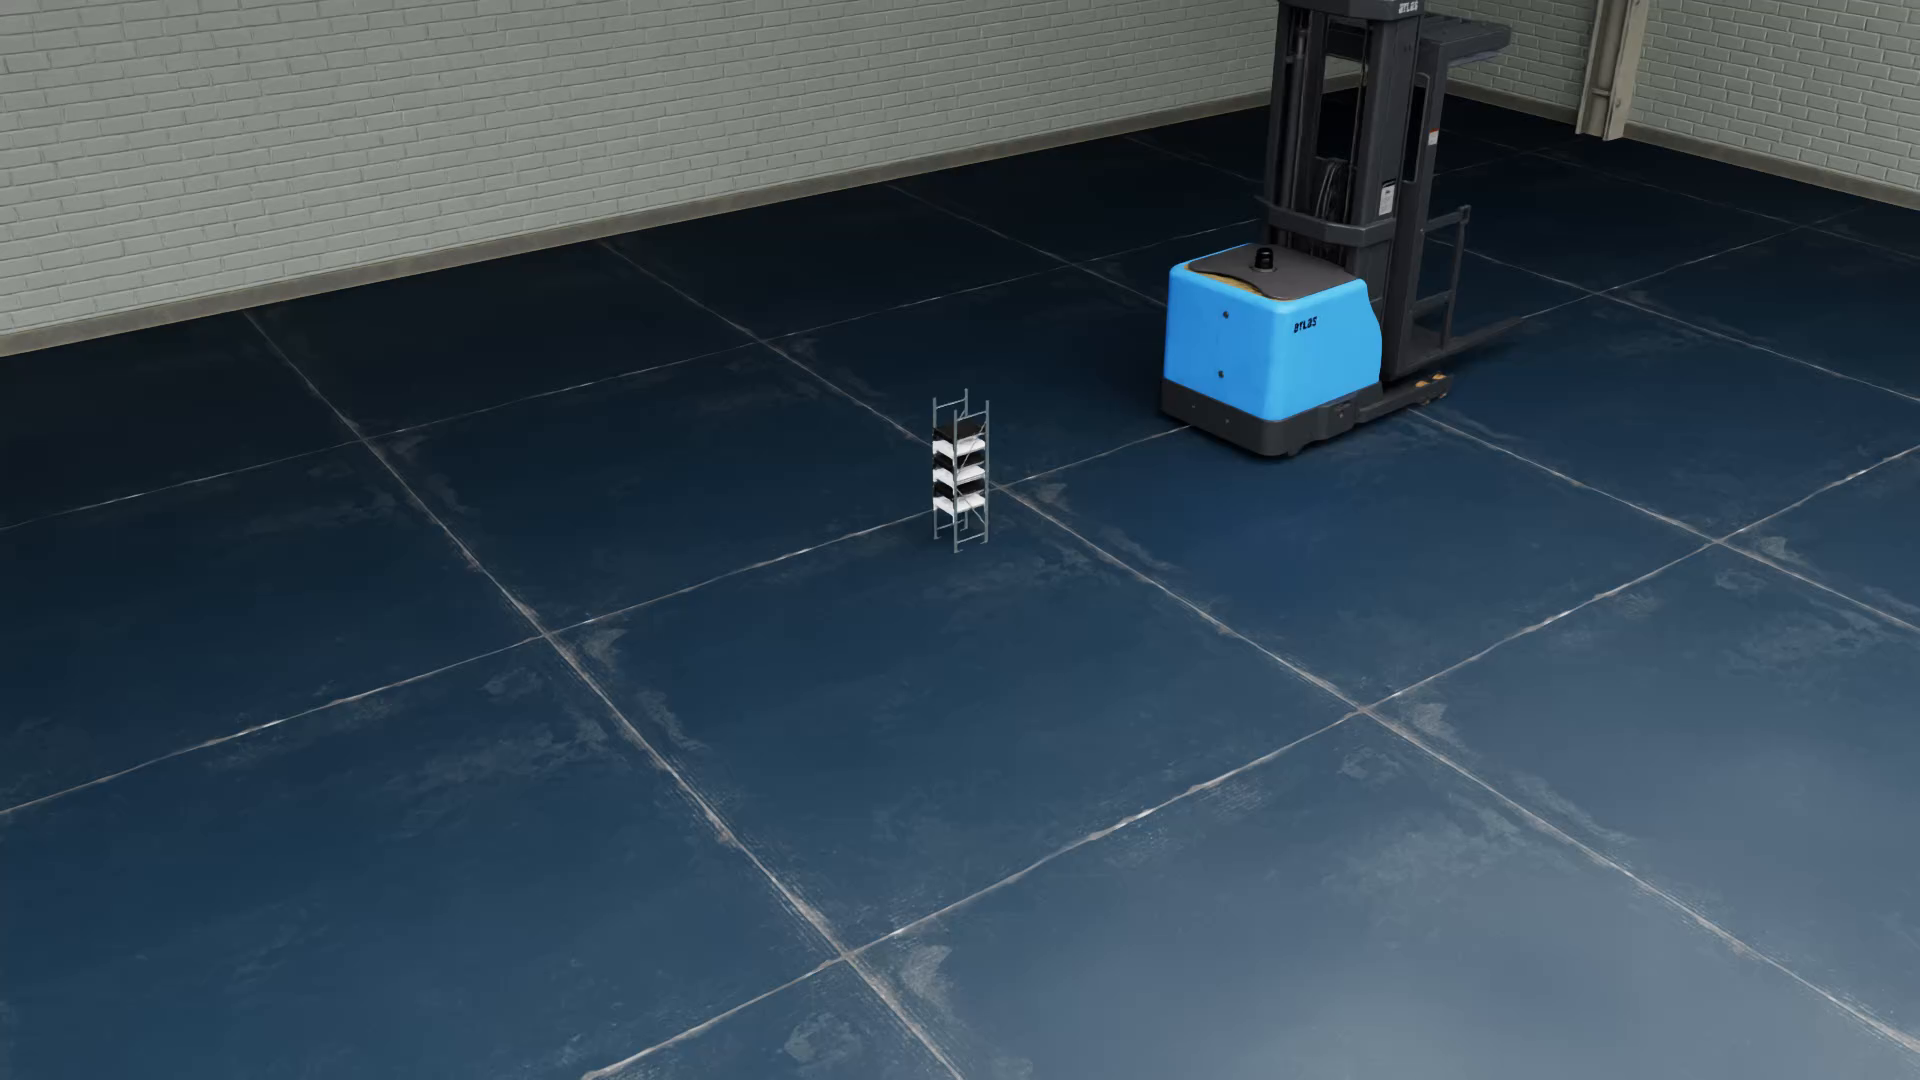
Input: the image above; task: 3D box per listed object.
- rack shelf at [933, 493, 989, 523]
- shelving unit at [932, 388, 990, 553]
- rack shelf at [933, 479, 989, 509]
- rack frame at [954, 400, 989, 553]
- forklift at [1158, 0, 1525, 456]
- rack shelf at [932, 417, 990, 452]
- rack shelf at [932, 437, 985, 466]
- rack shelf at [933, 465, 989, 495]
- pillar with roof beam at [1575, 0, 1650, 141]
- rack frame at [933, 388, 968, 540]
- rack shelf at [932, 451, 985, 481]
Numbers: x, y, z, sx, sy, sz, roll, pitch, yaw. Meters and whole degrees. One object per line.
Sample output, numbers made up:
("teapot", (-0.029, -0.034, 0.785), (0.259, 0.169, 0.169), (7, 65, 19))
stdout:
("rack shelf", (0.005, -0.205, 9.631), (0.258, 0.077, 0.200), (-19, 34, -31))
("shelving unit", (0.005, -0.392, 9.529), (0.258, 0.900, 0.210), (-19, 34, -31))
("rack shelf", (0.005, -0.284, 9.588), (0.258, 0.077, 0.200), (-19, 34, -31))
("rack frame", (0.064, -0.353, 9.457), (0.240, 0.900, 0.006), (-19, 34, -31))
("forklift", (2.801, -2.390, 11.080), (3.031, 2.935, 1.130), (-21, 35, -34))
("rack shelf", (0.005, -0.600, 9.416), (0.258, 0.077, 0.200), (-19, 34, -31))
("rack shelf", (0.005, -0.521, 9.459), (0.258, 0.077, 0.200), (-19, 34, -31))
("rack shelf", (0.005, -0.363, 9.545), (0.258, 0.077, 0.200), (-19, 34, -31))
("pillar with roof beam", (3.294, -7.073, 13.345), (9.100, 9.000, 0.400), (-19, 34, -31))
("rack frame", (-0.054, -0.432, 9.602), (0.240, 0.900, 0.006), (-19, 34, -31))
("rack shelf", (0.005, -0.442, 9.502), (0.258, 0.077, 0.200), (-19, 34, -31))
